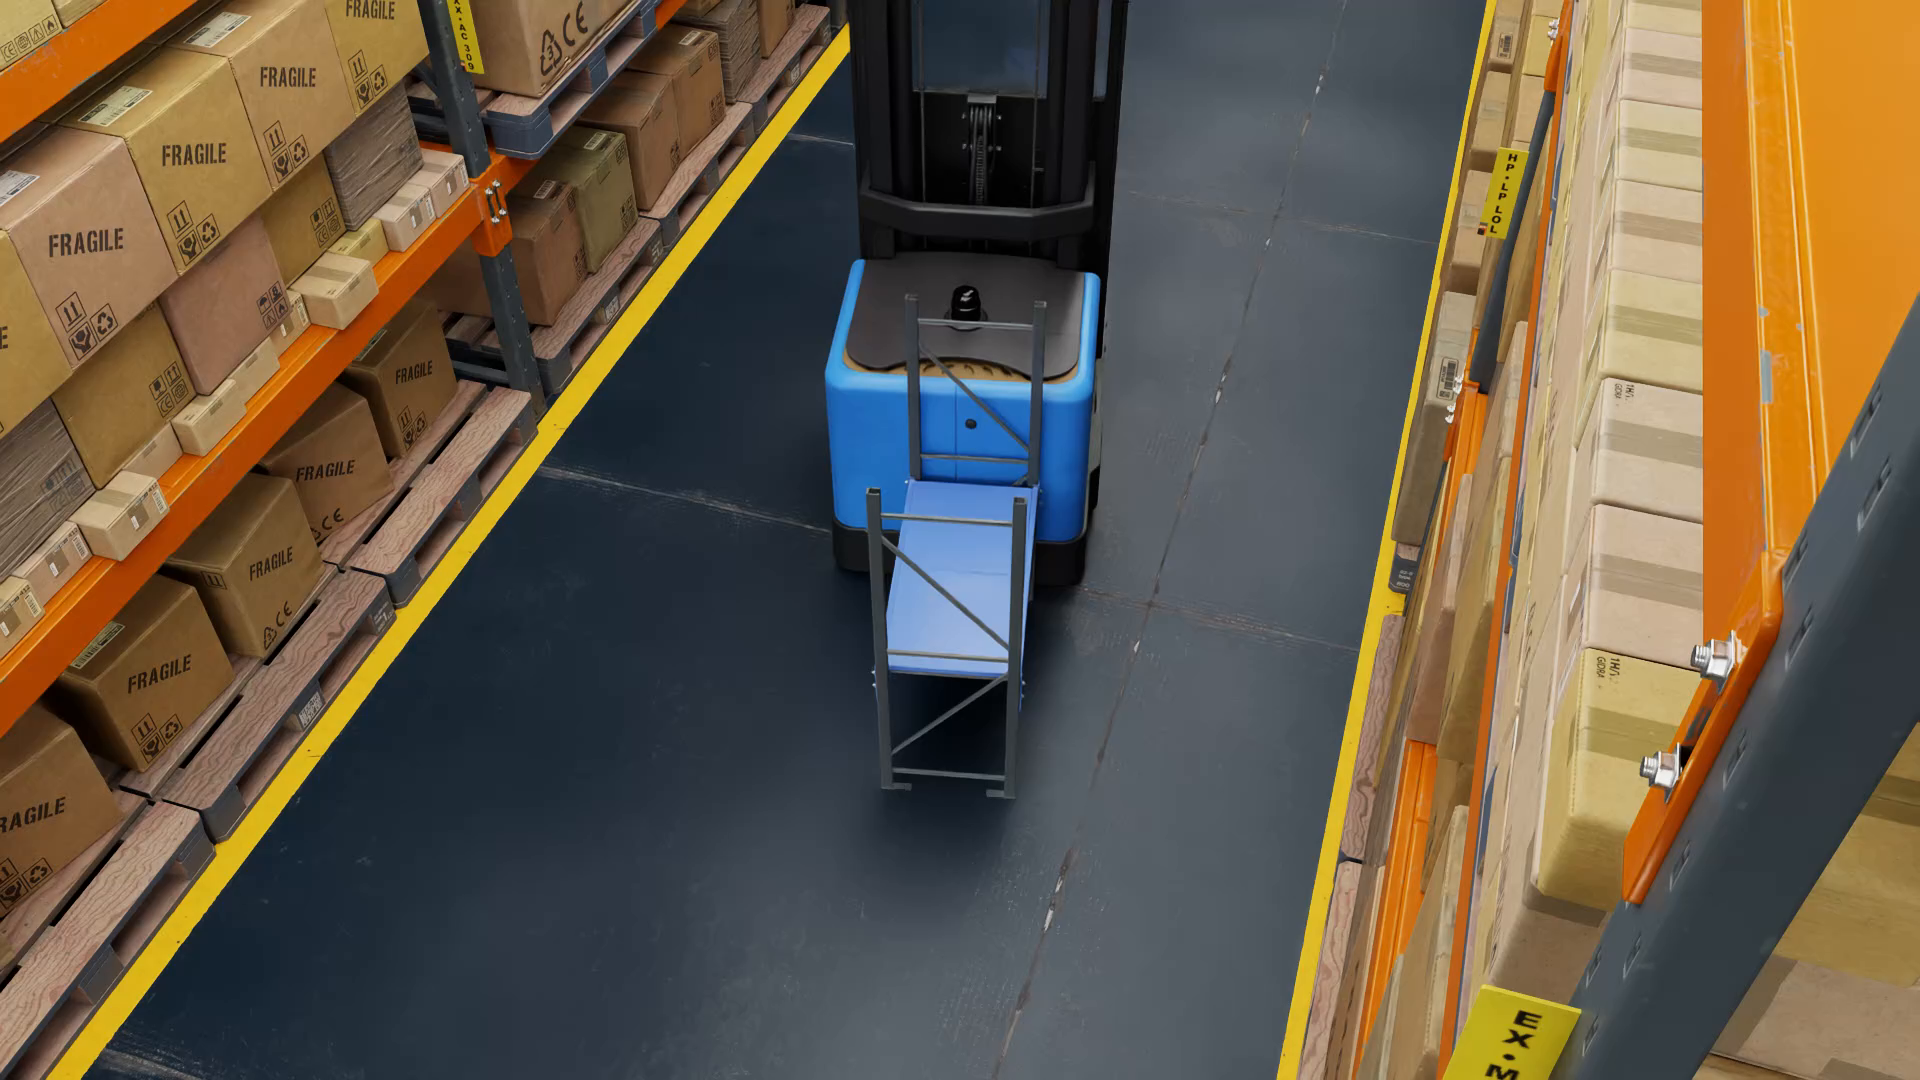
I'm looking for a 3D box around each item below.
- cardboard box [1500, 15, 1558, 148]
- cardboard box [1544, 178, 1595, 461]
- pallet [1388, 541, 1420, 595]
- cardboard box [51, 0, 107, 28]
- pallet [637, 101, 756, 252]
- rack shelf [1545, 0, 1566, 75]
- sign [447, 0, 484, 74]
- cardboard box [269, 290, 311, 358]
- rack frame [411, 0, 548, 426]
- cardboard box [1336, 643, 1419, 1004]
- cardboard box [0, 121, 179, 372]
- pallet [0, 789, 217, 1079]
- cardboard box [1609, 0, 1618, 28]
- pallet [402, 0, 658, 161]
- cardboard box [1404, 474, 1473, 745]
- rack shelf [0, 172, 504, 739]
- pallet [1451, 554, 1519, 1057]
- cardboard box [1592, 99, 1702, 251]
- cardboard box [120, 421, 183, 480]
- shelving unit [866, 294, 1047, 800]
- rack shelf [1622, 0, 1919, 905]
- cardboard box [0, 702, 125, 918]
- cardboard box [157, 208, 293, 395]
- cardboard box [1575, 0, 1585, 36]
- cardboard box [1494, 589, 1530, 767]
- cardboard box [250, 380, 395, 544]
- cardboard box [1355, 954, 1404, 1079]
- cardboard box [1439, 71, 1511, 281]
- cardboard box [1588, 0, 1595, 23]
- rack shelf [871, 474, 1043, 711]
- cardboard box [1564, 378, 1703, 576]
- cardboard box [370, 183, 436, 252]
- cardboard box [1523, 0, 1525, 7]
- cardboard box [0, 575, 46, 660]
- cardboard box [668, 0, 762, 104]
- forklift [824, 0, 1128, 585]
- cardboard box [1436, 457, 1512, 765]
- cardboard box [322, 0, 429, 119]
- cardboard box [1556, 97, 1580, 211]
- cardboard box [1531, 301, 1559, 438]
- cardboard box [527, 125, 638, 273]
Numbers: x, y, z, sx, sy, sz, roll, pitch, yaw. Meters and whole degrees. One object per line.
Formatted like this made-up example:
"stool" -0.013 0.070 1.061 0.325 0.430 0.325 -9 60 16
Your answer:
"cardboard box" 2.487 -1.738 6.708 0.500 0.500 0.500 13 46 13
"cardboard box" 1.253 -0.321 2.711 0.500 0.250 0.500 12 46 12
"pallet" 2.439 -0.157 7.159 1.003 0.211 1.213 13 46 13
"cardboard box" -2.626 -1.714 4.719 0.500 0.250 0.500 12 46 12
"pallet" -1.817 -2.080 9.124 1.003 0.211 1.213 13 46 13
"rack shelf" 2.883 -2.772 6.206 1.077 0.370 4.000 13 46 13
"sign" -1.900 -1.941 6.369 0.100 0.325 0.005 13 46 13
"cardboard box" -2.593 -0.799 6.000 0.380 0.149 0.250 13 46 13
"rack frame" -2.419 -1.742 6.784 1.000 3.000 0.127 13 46 13
"cardboard box" 1.751 0.992 5.210 0.875 0.875 0.875 13 46 13
"cardboard box" -2.750 -0.884 4.908 0.500 0.500 0.500 13 46 13
"pallet" -3.328 1.337 5.632 1.003 0.211 1.213 13 46 13
"cardboard box" 1.459 -1.058 3.178 0.380 0.149 0.250 12 46 12
"pallet" -2.049 -2.152 7.340 1.003 0.211 1.213 13 46 13
"cardboard box" 1.756 0.278 4.613 0.875 0.550 0.550 13 46 13
"rack shelf" -3.025 -0.151 5.673 1.077 0.370 4.000 13 46 13
"pallet" 1.281 0.505 2.406 1.003 0.211 1.213 13 46 13
"cardboard box" 1.230 -0.554 2.664 0.380 0.149 0.250 12 46 12
"cardboard box" -2.821 -0.299 5.490 0.380 0.149 0.250 13 46 13
"shelving unit" 0.007 0.045 6.031 0.538 1.500 1.048 4 45 4
"rack shelf" 1.672 -1.035 2.573 1.077 0.370 4.000 13 46 13
"cardboard box" -3.277 0.850 5.623 0.500 0.500 0.500 24 49 23
"cardboard box" -2.855 -0.916 5.657 0.875 0.500 0.500 13 46 13
"cardboard box" 1.690 -1.282 3.978 0.380 0.149 0.250 12 46 12
"cardboard box" 0.998 0.242 2.420 0.380 0.149 0.250 13 46 13
"cardboard box" -2.745 -0.357 6.856 0.500 0.500 0.500 27 50 25
"cardboard box" 1.281 1.361 3.506 0.875 0.550 0.550 13 46 13
"cardboard box" 2.957 -1.666 8.015 1.050 0.750 0.750 13 46 13
"cardboard box" 1.711 -1.331 3.743 0.500 0.250 0.500 12 46 12
"rack shelf" 0.007 0.173 6.157 0.538 0.185 1.000 4 45 4
"cardboard box" 0.999 -0.044 2.142 0.380 0.149 0.250 13 46 13
"cardboard box" -2.289 -1.282 6.494 0.380 0.149 0.250 13 46 13
"cardboard box" 2.944 -2.744 7.737 0.500 0.500 0.500 12 46 12
"cardboard box" -2.995 0.213 4.967 0.380 0.149 0.250 13 46 13
"cardboard box" -1.547 -2.848 9.388 0.700 0.500 0.500 9 45 9
"forklift" 0.133 -1.892 6.987 1.130 2.935 3.031 4 45 4
"cardboard box" 1.629 0.252 3.867 0.875 0.550 0.500 13 46 13
"cardboard box" -2.293 -1.883 5.929 0.500 0.500 0.500 13 46 13
"cardboard box" 1.459 -0.772 3.456 0.380 0.149 0.250 13 46 13
"cardboard box" 1.229 -0.266 2.939 0.380 0.149 0.250 13 46 13
"cardboard box" -2.050 -1.724 8.239 0.700 0.500 0.500 12 46 12
